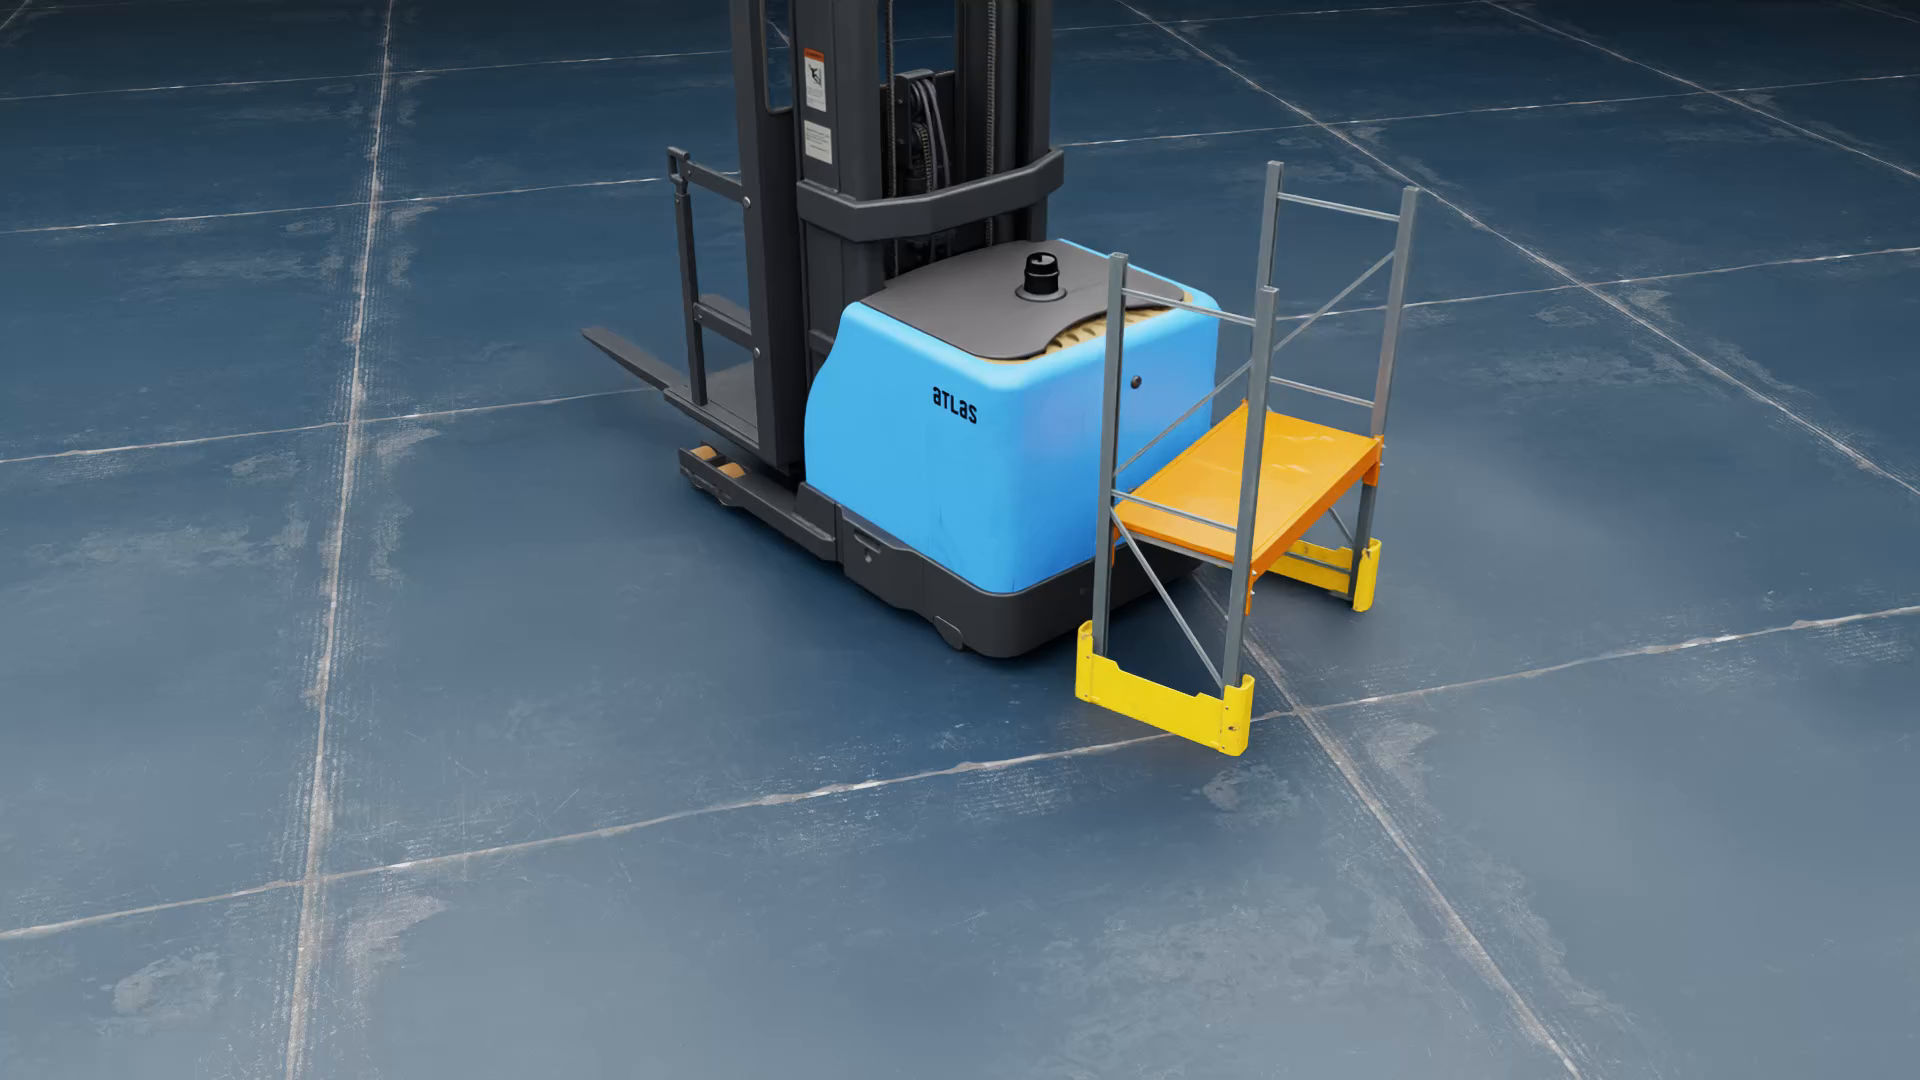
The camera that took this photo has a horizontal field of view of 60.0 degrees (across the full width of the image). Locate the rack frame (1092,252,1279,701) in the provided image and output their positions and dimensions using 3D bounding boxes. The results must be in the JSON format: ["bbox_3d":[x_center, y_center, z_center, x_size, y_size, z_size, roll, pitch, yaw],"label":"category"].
[{"bbox_3d":[0.631,-0.080,4.891,0.500,1.500,0.032,19,35,29],"label":"rack frame"}]

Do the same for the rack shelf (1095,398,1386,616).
[{"bbox_3d":[0.918,-0.135,5.345,0.538,0.185,1.000,19,35,29],"label":"rack shelf"}]

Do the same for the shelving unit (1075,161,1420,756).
[{"bbox_3d":[0.913,-0.287,5.248,0.587,1.500,1.083,19,35,29],"label":"shelving unit"}]

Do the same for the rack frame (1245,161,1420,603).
[{"bbox_3d":[1.205,-0.500,5.618,0.500,1.500,0.032,19,35,29],"label":"rack frame"}]

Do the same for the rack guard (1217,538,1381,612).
[{"bbox_3d":[1.194,0.048,5.917,0.587,0.250,0.087,19,35,29],"label":"rack guard"}]

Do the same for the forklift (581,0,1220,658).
[{"bbox_3d":[-0.458,-1.545,5.994,1.130,2.935,3.031,-23,37,-34],"label":"forklift"}]

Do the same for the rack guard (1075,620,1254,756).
[{"bbox_3d":[0.632,0.460,5.205,0.587,0.250,0.087,19,35,29],"label":"rack guard"}]
